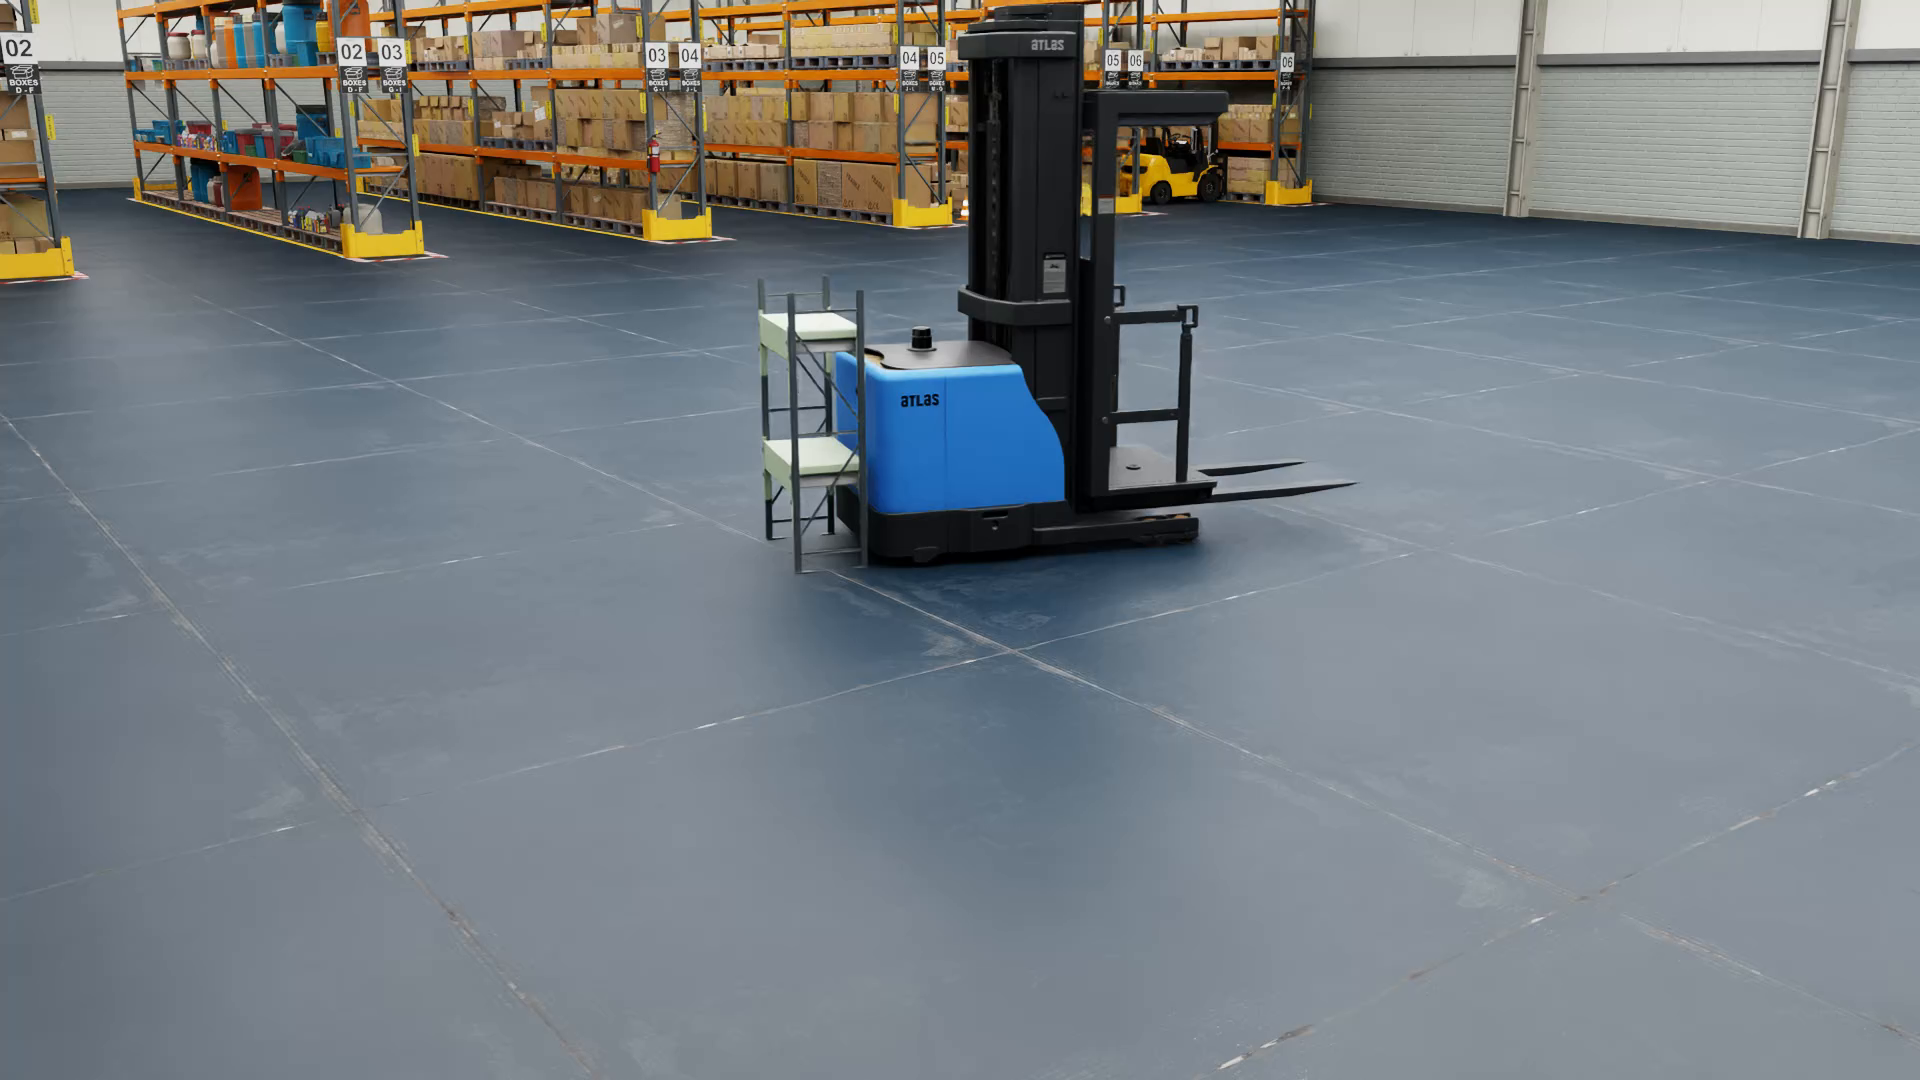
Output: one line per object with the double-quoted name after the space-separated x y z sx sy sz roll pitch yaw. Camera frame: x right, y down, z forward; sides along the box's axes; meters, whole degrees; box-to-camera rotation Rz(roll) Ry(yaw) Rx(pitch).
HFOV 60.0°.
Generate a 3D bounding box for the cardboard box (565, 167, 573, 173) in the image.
-9.899 -9.511 42.686 0.380 0.149 0.250 -11 19 -35 "cardboard box"

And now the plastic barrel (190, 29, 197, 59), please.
-15.140 -9.965 33.467 0.600 0.588 0.600 0 15 0 "plastic barrel"

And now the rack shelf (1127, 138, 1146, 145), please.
3.722 -9.838 41.201 1.077 0.370 4.000 -11 19 -35 "rack shelf"

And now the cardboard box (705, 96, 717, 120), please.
-5.155 -9.484 36.461 0.700 0.500 0.500 -11 19 -35 "cardboard box"

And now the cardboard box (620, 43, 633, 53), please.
-5.502 -8.287 28.019 0.380 0.149 0.250 -12 19 -37 "cardboard box"

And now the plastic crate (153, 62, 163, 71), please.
-16.335 -9.776 34.331 0.450 0.188 0.662 -11 19 -35 "plastic crate"

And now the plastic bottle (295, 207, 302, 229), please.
-10.998 -5.377 27.725 0.144 0.351 0.185 -10 18 -33 "plastic bottle"

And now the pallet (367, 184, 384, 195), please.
-13.653 -8.507 40.259 1.003 0.211 1.213 -11 19 -35 "pallet"

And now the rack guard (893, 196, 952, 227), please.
-0.693 -6.132 31.032 1.175 0.500 0.348 -11 19 -35 "rack guard"

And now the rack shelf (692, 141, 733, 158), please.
-6.587 -9.131 38.618 1.077 0.370 4.000 -11 19 -35 "rack shelf"

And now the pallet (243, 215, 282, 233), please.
-12.352 -5.757 30.210 1.003 0.211 1.213 -11 19 -35 "pallet"

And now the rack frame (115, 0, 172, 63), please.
-18.193 -12.136 36.869 1.000 3.000 0.127 -11 19 -35 "rack frame"

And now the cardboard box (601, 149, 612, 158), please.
-6.080 -6.806 29.236 0.380 0.149 0.250 -11 19 -35 "cardboard box"

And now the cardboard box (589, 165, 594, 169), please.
-9.009 -9.322 41.432 0.380 0.149 0.250 -12 19 -36 "cardboard box"

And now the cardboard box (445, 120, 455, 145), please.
-10.570 -8.635 35.255 0.500 0.500 0.500 -12 19 -36 "cardboard box"

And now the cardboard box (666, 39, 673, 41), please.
-6.632 -11.233 37.612 0.396 0.266 0.258 -11 19 -35 "cardboard box"

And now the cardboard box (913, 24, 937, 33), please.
-0.646 -9.424 30.625 0.380 0.149 0.250 -11 19 -34 "cardboard box"

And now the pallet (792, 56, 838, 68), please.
-2.587 -9.424 32.813 1.003 0.211 1.213 -11 19 -35 "pallet"

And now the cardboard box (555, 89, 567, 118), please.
-7.072 -7.987 30.428 0.500 0.500 0.500 -11 19 -35 "cardboard box"

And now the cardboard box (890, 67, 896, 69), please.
-1.419 -11.073 39.144 0.380 0.149 0.250 -11 19 -35 "cardboard box"

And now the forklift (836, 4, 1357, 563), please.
0.846 -1.499 9.503 3.031 2.935 1.130 -5 16 -18 "forklift"

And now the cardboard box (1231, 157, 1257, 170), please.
6.422 -8.420 37.178 0.500 0.250 0.500 -10 18 -34 "cardboard box"

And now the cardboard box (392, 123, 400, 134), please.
-12.613 -9.391 37.928 0.500 0.250 0.500 -10 18 -33 "cardboard box"

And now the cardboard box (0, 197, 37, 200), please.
-13.529 -4.656 23.897 0.500 0.500 0.500 -11 19 -35 "cardboard box"

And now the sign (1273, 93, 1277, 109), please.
6.803 -9.495 35.944 0.100 0.325 0.005 -11 19 -35 "sign"

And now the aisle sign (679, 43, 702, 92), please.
-4.500 -7.881 27.766 0.394 0.787 0.004 -11 19 -35 "aisle sign"

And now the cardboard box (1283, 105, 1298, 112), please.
7.225 -9.513 36.670 0.380 0.149 0.250 -11 19 -36 "cardboard box"

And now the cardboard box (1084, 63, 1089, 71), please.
2.628 -9.539 33.540 0.380 0.149 0.250 -11 19 -34 "cardboard box"

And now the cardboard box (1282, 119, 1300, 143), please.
7.183 -9.101 36.956 0.500 0.500 0.500 -10 18 -33 "cardboard box"

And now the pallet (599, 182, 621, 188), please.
-8.187 -8.698 40.955 1.003 0.211 1.213 -11 19 -35 "pallet"

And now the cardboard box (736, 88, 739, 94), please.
-5.914 -12.155 44.993 0.380 0.149 0.250 -10 18 -33 "cardboard box"

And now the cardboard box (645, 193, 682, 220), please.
-5.133 -5.727 28.758 0.500 0.500 0.500 -7 17 -24 "cardboard box"

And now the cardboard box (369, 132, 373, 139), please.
-13.788 -9.598 39.437 0.380 0.149 0.250 -11 19 -35 "cardboard box"

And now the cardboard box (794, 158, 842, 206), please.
-2.746 -7.229 33.536 0.875 0.875 0.875 -11 19 -34 "cardboard box"

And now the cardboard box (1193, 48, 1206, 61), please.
5.525 -11.026 37.769 0.396 0.266 0.258 -11 19 -36 "cardboard box"

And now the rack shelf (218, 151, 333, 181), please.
-12.313 -6.760 29.954 1.077 0.370 4.000 -11 19 -35 "rack shelf"

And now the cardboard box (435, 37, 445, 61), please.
-10.701 -10.435 35.345 0.797 0.503 0.637 -11 19 -35 "cardboard box"

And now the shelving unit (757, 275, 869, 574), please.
-0.809 -0.650 9.109 0.431 1.500 0.755 -5 16 -18 "shelving unit"

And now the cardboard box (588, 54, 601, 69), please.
-6.158 -8.356 29.025 0.500 0.250 0.500 -11 19 -35 "cardboard box"

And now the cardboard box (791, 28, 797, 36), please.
-3.120 -10.027 32.828 0.380 0.149 0.250 -11 19 -34 "cardboard box"

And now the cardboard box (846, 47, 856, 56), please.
-1.924 -9.209 31.348 0.380 0.149 0.250 -11 19 -34 "cardboard box"

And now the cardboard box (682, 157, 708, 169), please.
-6.025 -8.515 37.523 0.500 0.250 0.500 -11 19 -36 "cardboard box"

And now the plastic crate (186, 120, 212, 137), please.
-16.163 -8.677 35.363 0.402 0.464 0.583 -11 19 -35 "plastic crate"

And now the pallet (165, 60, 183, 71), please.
-15.301 -9.591 33.613 1.213 0.211 1.003 -11 19 -35 "pallet"

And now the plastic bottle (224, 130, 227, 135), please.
-14.927 -8.179 33.871 0.144 0.351 0.185 -11 19 -35 "plastic bottle"

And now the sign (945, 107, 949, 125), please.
-0.255 -7.883 30.906 0.100 0.325 0.005 -11 19 -35 "sign"

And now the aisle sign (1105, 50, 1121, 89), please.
3.039 -9.328 33.051 0.394 0.787 0.004 -11 19 -35 "aisle sign"

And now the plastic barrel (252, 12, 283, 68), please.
-11.612 -8.443 28.110 0.600 0.901 0.708 -11 19 -35 "plastic barrel"

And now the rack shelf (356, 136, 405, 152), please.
-13.011 -9.237 39.005 1.077 0.370 4.000 -11 19 -35 "rack shelf"

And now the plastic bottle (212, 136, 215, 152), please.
-14.208 -7.547 31.689 0.061 0.283 0.133 -11 19 -35 "plastic bottle"

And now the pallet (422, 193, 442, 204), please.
-11.320 -7.659 37.158 1.003 0.211 1.213 -11 19 -35 "pallet"

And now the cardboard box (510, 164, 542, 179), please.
-8.744 -7.421 33.488 0.500 0.250 0.500 -8 17 -28 "cardboard box"

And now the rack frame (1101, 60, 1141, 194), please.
3.237 -8.132 33.607 1.000 3.000 0.127 -11 19 -35 "rack frame"

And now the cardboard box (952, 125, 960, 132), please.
0.038 -9.244 37.347 0.380 0.149 0.250 -11 19 -35 "cardboard box"

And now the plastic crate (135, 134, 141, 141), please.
-18.192 -8.959 37.011 0.250 0.136 0.298 -11 19 -35 "plastic crate"

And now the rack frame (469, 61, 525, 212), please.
-9.483 -8.302 34.229 1.000 3.000 0.127 -11 19 -35 "rack frame"
